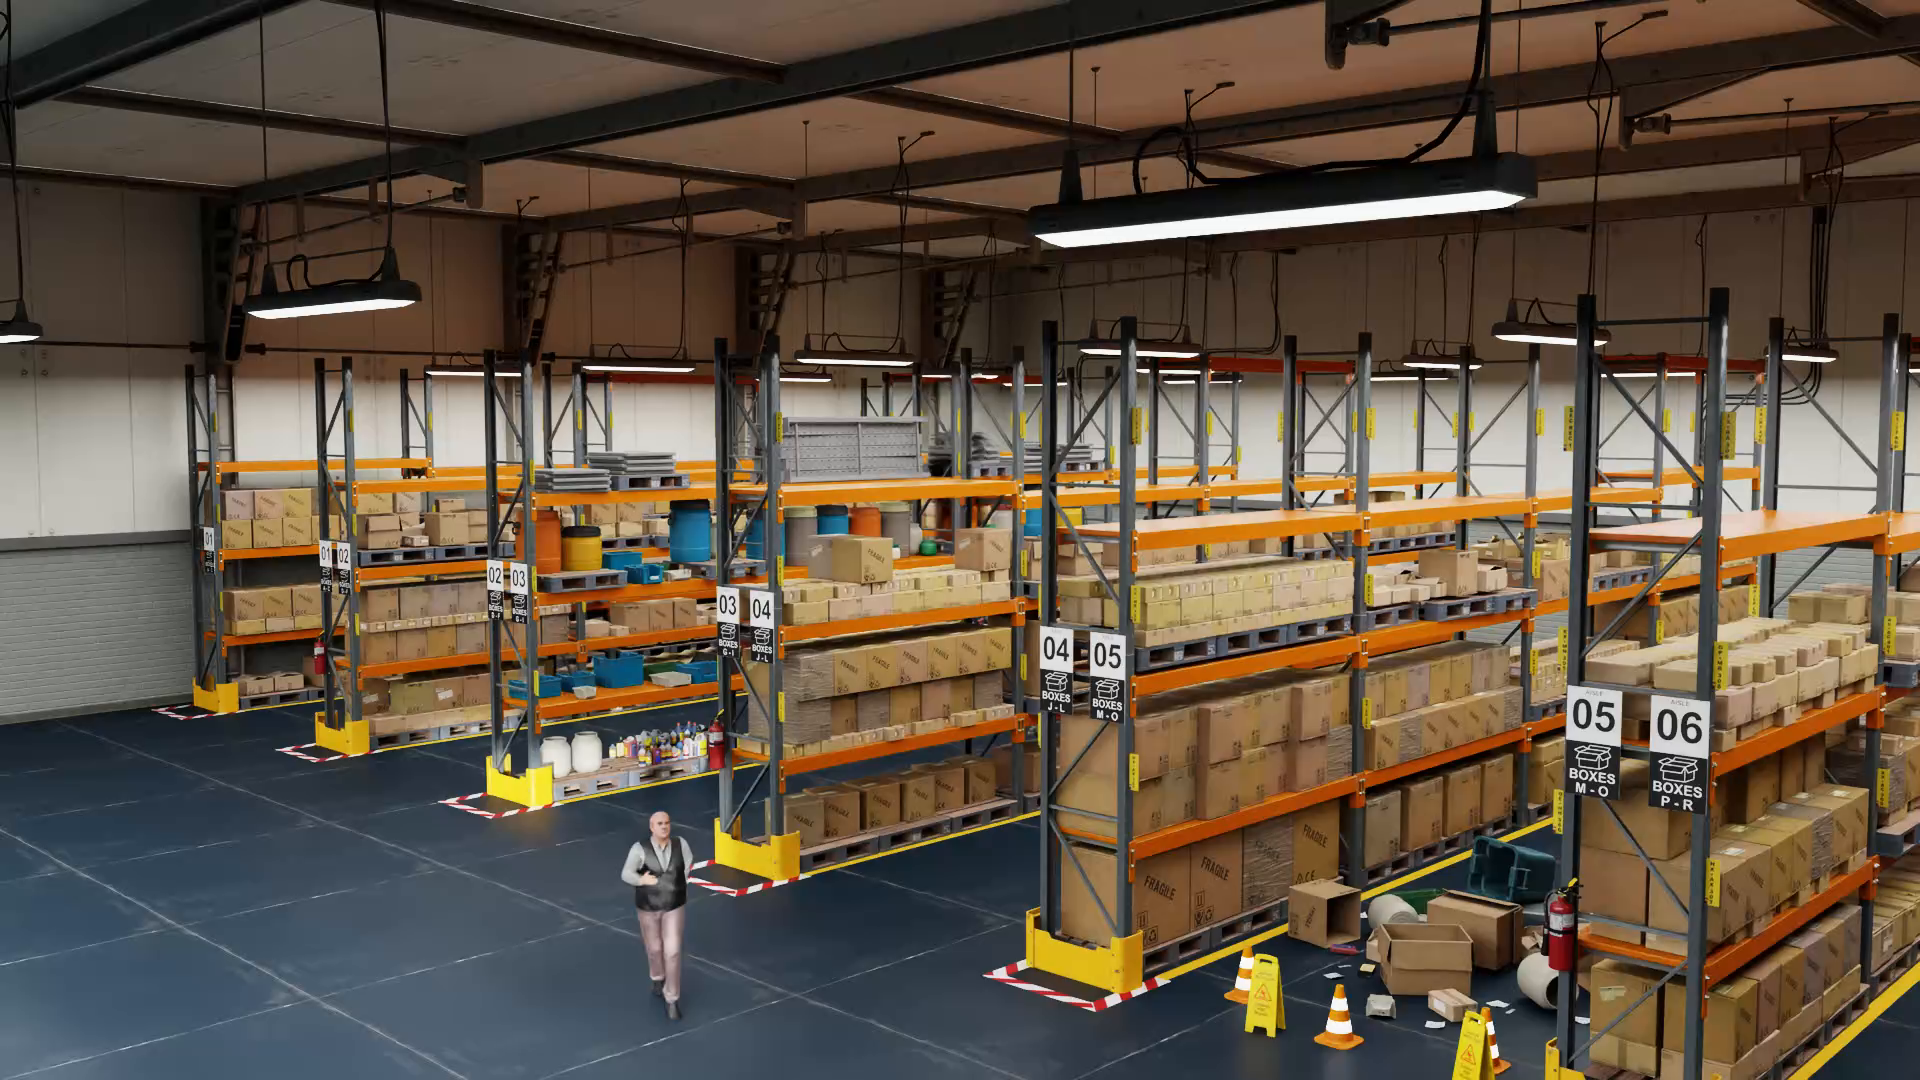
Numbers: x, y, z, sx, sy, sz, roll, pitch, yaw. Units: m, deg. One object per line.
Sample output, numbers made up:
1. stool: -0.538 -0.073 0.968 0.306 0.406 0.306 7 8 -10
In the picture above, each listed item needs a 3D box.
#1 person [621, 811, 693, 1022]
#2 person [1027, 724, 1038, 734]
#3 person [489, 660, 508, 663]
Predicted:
1. person: -2.607 3.218 14.371 0.627 1.788 0.782 -1 5 -13
2. person: 1.084 2.336 26.582 0.517 1.565 0.598 4 6 41
3. person: -8.201 2.043 29.731 0.552 1.675 0.653 2 5 25
